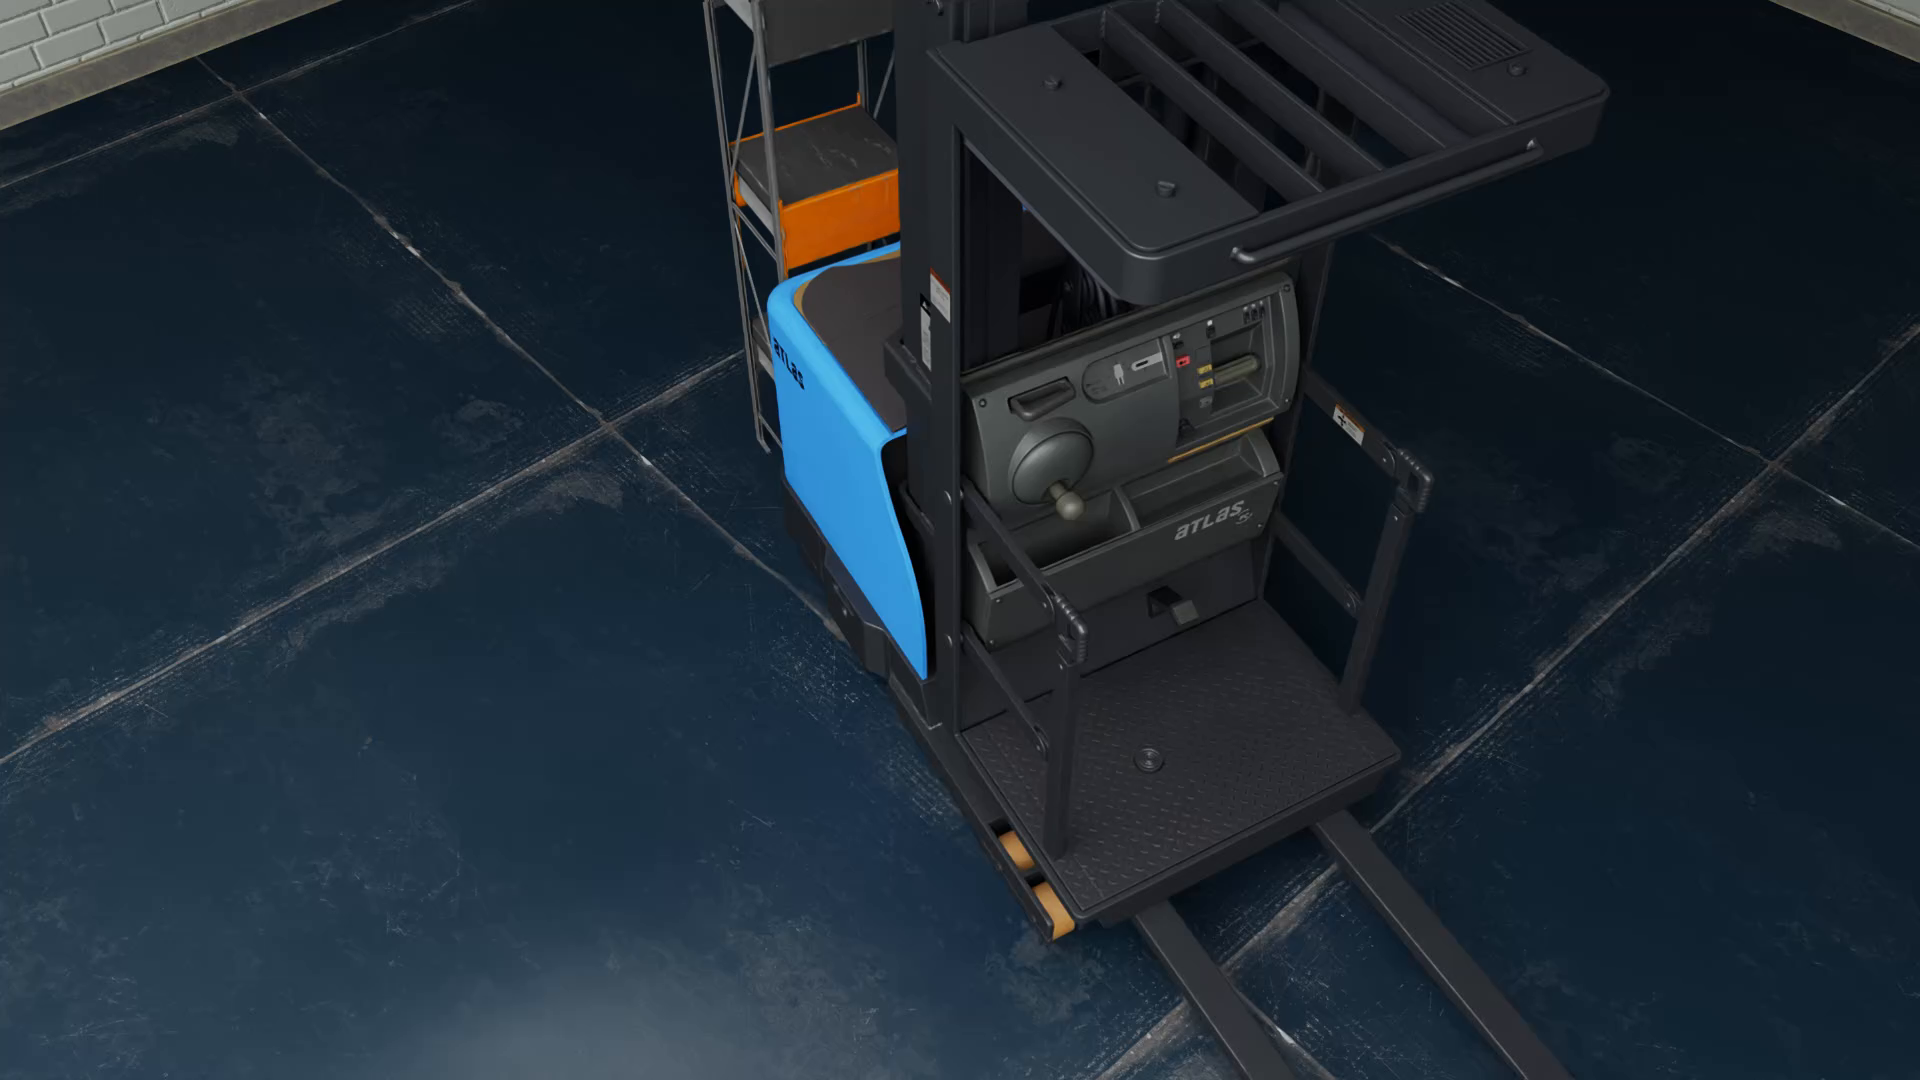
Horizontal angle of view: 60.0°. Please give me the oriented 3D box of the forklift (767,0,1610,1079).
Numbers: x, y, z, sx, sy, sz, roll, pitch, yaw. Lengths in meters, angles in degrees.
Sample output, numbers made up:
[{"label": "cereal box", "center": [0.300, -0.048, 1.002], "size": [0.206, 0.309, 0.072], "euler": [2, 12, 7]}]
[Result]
[{"label": "forklift", "center": [0.555, -0.256, 3.992], "size": [1.130, 2.935, 3.031], "euler": [-22, 51, -19]}]

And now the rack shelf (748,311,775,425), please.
[{"label": "rack shelf", "center": [-0.428, -0.564, 5.813], "size": [0.480, 0.518, 0.431], "euler": [-23, 51, -20]}]

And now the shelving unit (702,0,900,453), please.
[{"label": "shelving unit", "center": [-0.428, -1.048, 5.288], "size": [0.503, 2.100, 0.431], "euler": [-23, 51, -20]}]

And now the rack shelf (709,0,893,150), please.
[{"label": "rack shelf", "center": [-0.428, -1.514, 4.784], "size": [0.480, 0.518, 0.431], "euler": [-23, 51, -20]}]

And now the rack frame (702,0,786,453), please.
[{"label": "rack frame", "center": [-0.639, -0.959, 5.206], "size": [0.015, 2.100, 0.400], "euler": [-23, 51, -20]}]

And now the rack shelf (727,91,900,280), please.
[{"label": "rack shelf", "center": [-0.428, -1.039, 5.298], "size": [0.480, 0.518, 0.431], "euler": [-23, 51, -20]}]

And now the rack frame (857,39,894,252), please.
[{"label": "rack frame", "center": [-0.216, -1.137, 5.371], "size": [0.015, 2.100, 0.400], "euler": [-23, 51, -20]}]
